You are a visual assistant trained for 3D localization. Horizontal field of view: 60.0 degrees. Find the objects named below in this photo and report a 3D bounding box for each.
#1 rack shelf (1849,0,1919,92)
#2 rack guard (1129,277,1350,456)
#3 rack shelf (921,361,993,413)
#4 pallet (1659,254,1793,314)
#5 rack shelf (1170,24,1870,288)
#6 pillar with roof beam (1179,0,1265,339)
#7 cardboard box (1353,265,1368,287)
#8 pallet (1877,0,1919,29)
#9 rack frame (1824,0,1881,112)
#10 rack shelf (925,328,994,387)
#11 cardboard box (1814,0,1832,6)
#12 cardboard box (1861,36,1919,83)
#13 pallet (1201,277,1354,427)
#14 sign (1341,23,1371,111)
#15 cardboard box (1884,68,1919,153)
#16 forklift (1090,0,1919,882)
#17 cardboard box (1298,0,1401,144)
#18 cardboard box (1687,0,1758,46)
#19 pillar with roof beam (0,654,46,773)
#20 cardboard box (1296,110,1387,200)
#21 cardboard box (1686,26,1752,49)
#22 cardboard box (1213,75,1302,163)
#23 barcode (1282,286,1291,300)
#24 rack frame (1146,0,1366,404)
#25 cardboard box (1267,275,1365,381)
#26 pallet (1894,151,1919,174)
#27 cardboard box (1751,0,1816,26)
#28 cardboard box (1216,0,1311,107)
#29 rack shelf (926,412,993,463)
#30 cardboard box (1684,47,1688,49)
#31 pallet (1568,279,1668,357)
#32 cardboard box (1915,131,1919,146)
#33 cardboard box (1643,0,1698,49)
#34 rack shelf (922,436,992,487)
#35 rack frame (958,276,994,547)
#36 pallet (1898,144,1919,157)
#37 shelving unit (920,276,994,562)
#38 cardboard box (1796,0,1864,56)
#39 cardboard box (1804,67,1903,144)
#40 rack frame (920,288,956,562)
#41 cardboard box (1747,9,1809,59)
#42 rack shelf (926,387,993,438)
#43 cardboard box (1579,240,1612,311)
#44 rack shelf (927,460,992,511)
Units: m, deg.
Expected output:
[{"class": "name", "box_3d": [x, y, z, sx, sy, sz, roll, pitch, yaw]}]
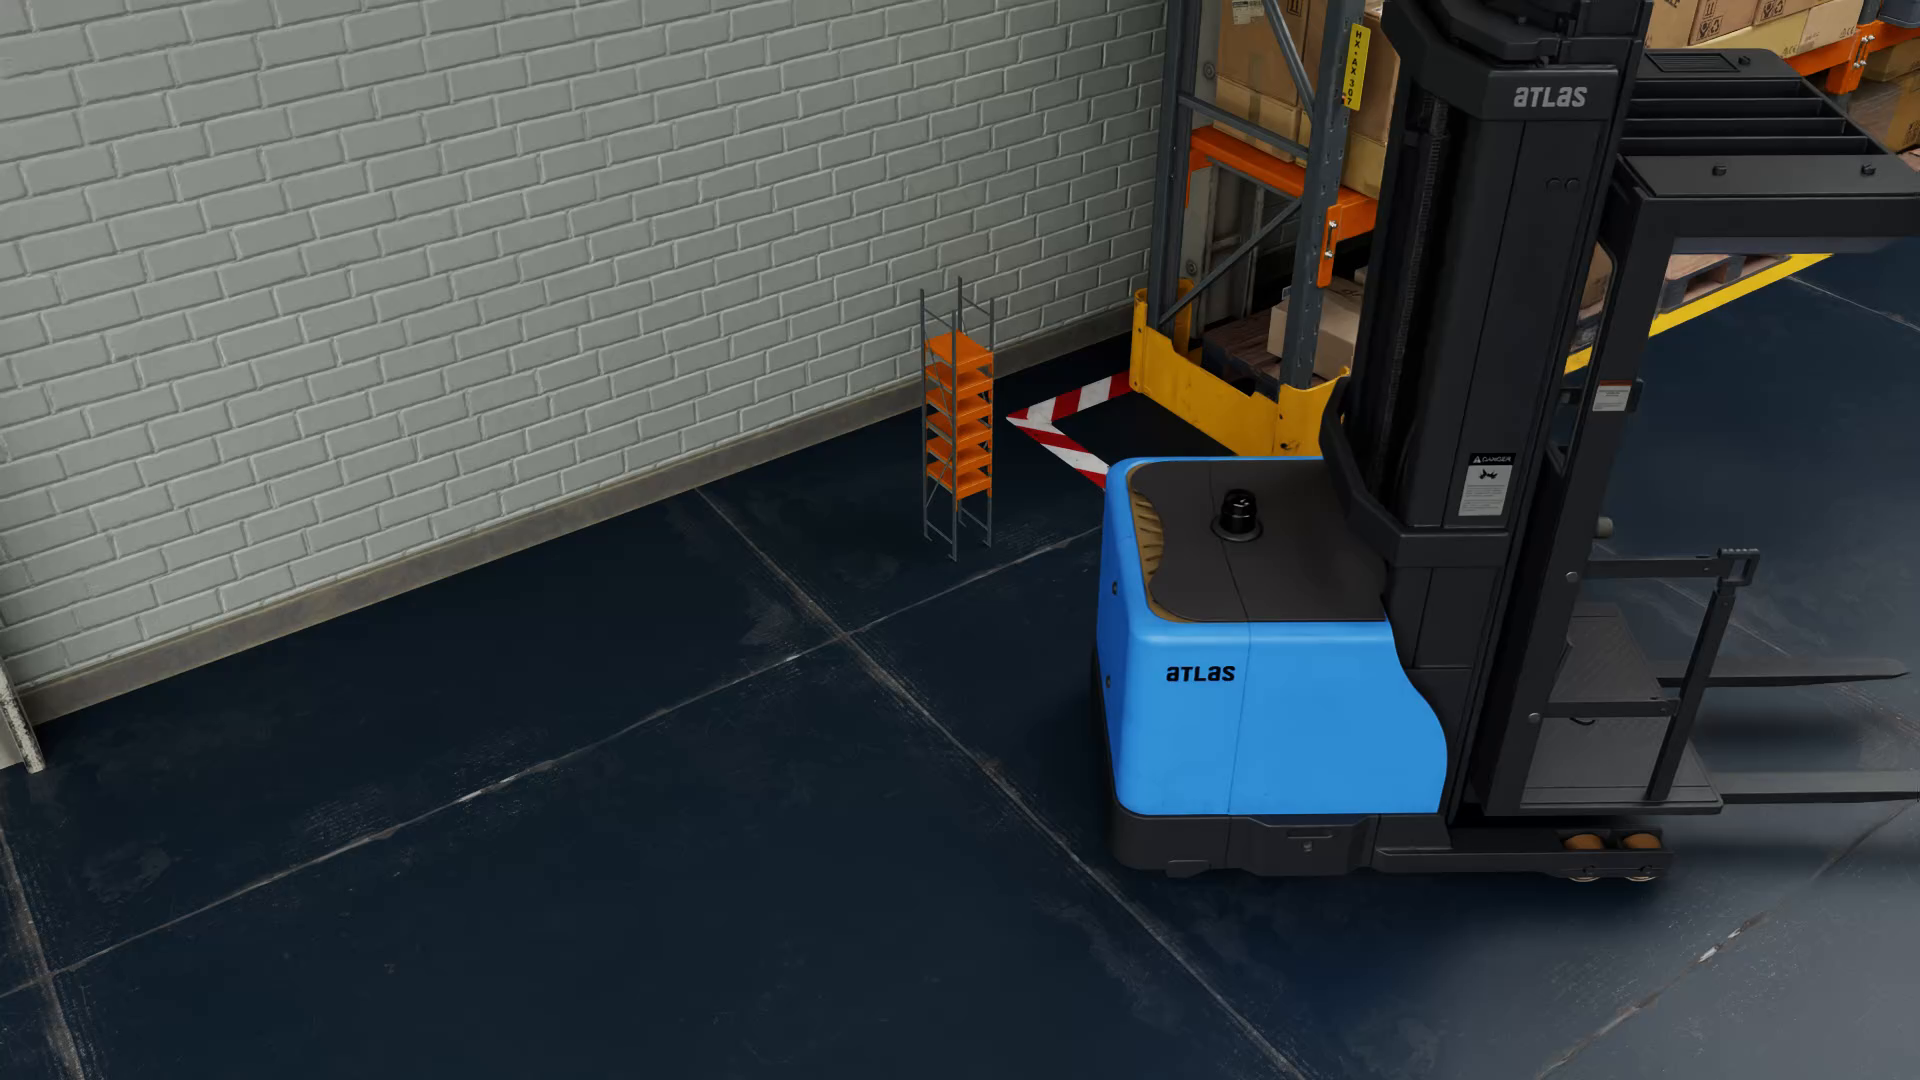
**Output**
[{"class": "rack shelf", "box_3d": [6.139, -3.486, 10.144, 4.000, 0.370, 1.077, -22, 41, -28]}, {"class": "rack guard", "box_3d": [1.297, -0.771, 7.894, 0.348, 0.500, 1.175, -22, 41, -28]}, {"class": "rack shelf", "box_3d": [-0.012, -0.641, 6.779, 0.180, 0.103, 0.258, -22, 41, -28]}, {"class": "pallet", "box_3d": [3.976, -1.731, 9.476, 1.213, 0.211, 1.003, -22, 41, -28]}, {"class": "rack shelf", "box_3d": [2.870, -2.141, 8.274, 4.000, 0.370, 1.077, -22, 41, -28]}, {"class": "pillar with roof beam", "box_3d": [3.789, -2.789, 3.421, 0.400, 9.000, 9.100, -22, 41, -28]}, {"class": "cardboard box", "box_3d": [2.318, -1.229, 8.315, 0.500, 0.311, 0.500, -19, 40, -24]}, {"class": "pallet", "box_3d": [5.213, -3.215, 9.316, 1.213, 0.211, 1.003, -22, 41, -28]}, {"class": "rack frame", "box_3d": [4.504, -3.106, 8.999, 0.127, 3.000, 1.000, -22, 41, -28]}, {"class": "rack shelf", "box_3d": [-0.012, -0.738, 6.709, 0.180, 0.103, 0.258, -22, 41, -28]}, {"class": "cardboard box", "box_3d": [4.296, -3.051, 8.392, 0.500, 0.500, 0.500, -22, 41, -28]}, {"class": "cardboard box", "box_3d": [5.455, -2.979, 9.945, 0.500, 0.250, 0.500, -23, 42, -29]}, {"class": "pallet", "box_3d": [1.981, -0.910, 8.334, 1.213, 0.211, 1.003, -22, 41, -28]}, {"class": "sign", "box_3d": [1.548, -1.853, 6.516, 0.005, 0.325, 0.100, -22, 41, -28]}, {"class": "cardboard box", "box_3d": [5.490, -2.723, 10.231, 0.500, 0.500, 0.700, -23, 42, -29]}, {"class": "forklift", "box_3d": [2.017, -0.342, 5.216, 3.031, 2.935, 1.130, 0, 36, -1]}, {"class": "cardboard box", "box_3d": [1.798, -2.029, 6.971, 0.500, 0.500, 0.500, -22, 41, -28]}, {"class": "cardboard box", "box_3d": [3.474, -2.716, 7.926, 0.500, 0.500, 0.500, -24, 42, -29]}, {"class": "pillar with roof beam", "box_3d": [-1.116, -0.771, 0.615, 0.400, 9.000, 9.100, -22, 41, -28]}, {"class": "cardboard box", "box_3d": [1.817, -1.720, 7.184, 0.500, 0.250, 0.500, -24, 42, -29]}, {"class": "cardboard box", "box_3d": [3.478, -2.409, 8.141, 0.500, 0.250, 0.500, -23, 41, -28]}, {"class": "cardboard box", "box_3d": [1.505, -1.957, 7.513, 0.500, 0.250, 0.500, -22, 41, -27]}, {"class": "barcode", "box_3d": [1.637, -1.238, 8.320, 0.075, 0.075, 0.001, -22, 41, -28]}, {"class": "rack frame", "box_3d": [1.235, -1.760, 7.128, 0.127, 3.000, 1.000, -22, 41, -28]}, {"class": "cardboard box", "box_3d": [1.852, -1.037, 8.049, 0.500, 0.311, 0.500, -28, 44, -33]}, {"class": "pallet", "box_3d": [5.140, -2.236, 10.178, 1.213, 0.211, 1.003, -22, 41, -28]}, {"class": "cardboard box", "box_3d": [3.892, -2.880, 8.154, 0.500, 0.500, 0.500, -23, 41, -28]}, {"class": "cardboard box", "box_3d": [1.498, -2.272, 7.309, 0.500, 0.500, 0.500, -23, 42, -28]}, {"class": "rack shelf", "box_3d": [-0.012, -0.446, 6.919, 0.180, 0.103, 0.258, -22, 41, -28]}, {"class": "cardboard box", "box_3d": [3.067, -2.239, 7.905, 0.500, 0.250, 0.500, -22, 41, -27]}, {"class": "pallet", "box_3d": [2.978, -1.318, 8.902, 1.213, 0.211, 1.003, -22, 41, -28]}, {"class": "cardboard box", "box_3d": [5.930, -2.875, 10.442, 0.500, 0.500, 0.700, -22, 41, -27]}, {"class": "cardboard box", "box_3d": [3.049, -2.540, 7.682, 0.500, 0.500, 0.500, -21, 41, -27]}, {"class": "rack shelf", "box_3d": [-0.012, -0.349, 6.989, 0.180, 0.103, 0.258, -22, 41, -28]}, {"class": "rack frame", "box_3d": [0.063, -0.513, 6.936, 0.006, 1.200, 0.240, -22, 41, -28]}, {"class": "pallet", "box_3d": [6.138, -2.649, 10.752, 1.213, 0.211, 1.003, -22, 41, -28]}, {"class": "shelving unit", "box_3d": [-0.012, -0.482, 6.893, 0.189, 1.200, 0.258, -22, 41, -28]}, {"class": "cardboard box", "box_3d": [4.292, -2.749, 8.614, 0.500, 0.250, 0.500, -22, 41, -28]}, {"class": "cardboard box", "box_3d": [5.097, -2.525, 9.956, 0.500, 0.500, 0.700, -21, 41, -26]}, {"class": "rack frame", "box_3d": [-0.087, -0.451, 6.850, 0.006, 1.200, 0.240, -22, 41, -28]}, {"class": "cardboard box", "box_3d": [3.880, -2.585, 8.387, 0.500, 0.250, 0.500, -22, 41, -28]}, {"class": "rack shelf", "box_3d": [-0.012, -0.544, 6.849, 0.180, 0.103, 0.258, -22, 41, -28]}, {"class": "cardboard box", "box_3d": [2.947, -1.528, 8.570, 0.500, 0.500, 0.700, -25, 43, -31]}, {"class": "rack shelf", "box_3d": [-0.012, -0.251, 7.059, 0.180, 0.103, 0.258, -22, 41, -28]}]
